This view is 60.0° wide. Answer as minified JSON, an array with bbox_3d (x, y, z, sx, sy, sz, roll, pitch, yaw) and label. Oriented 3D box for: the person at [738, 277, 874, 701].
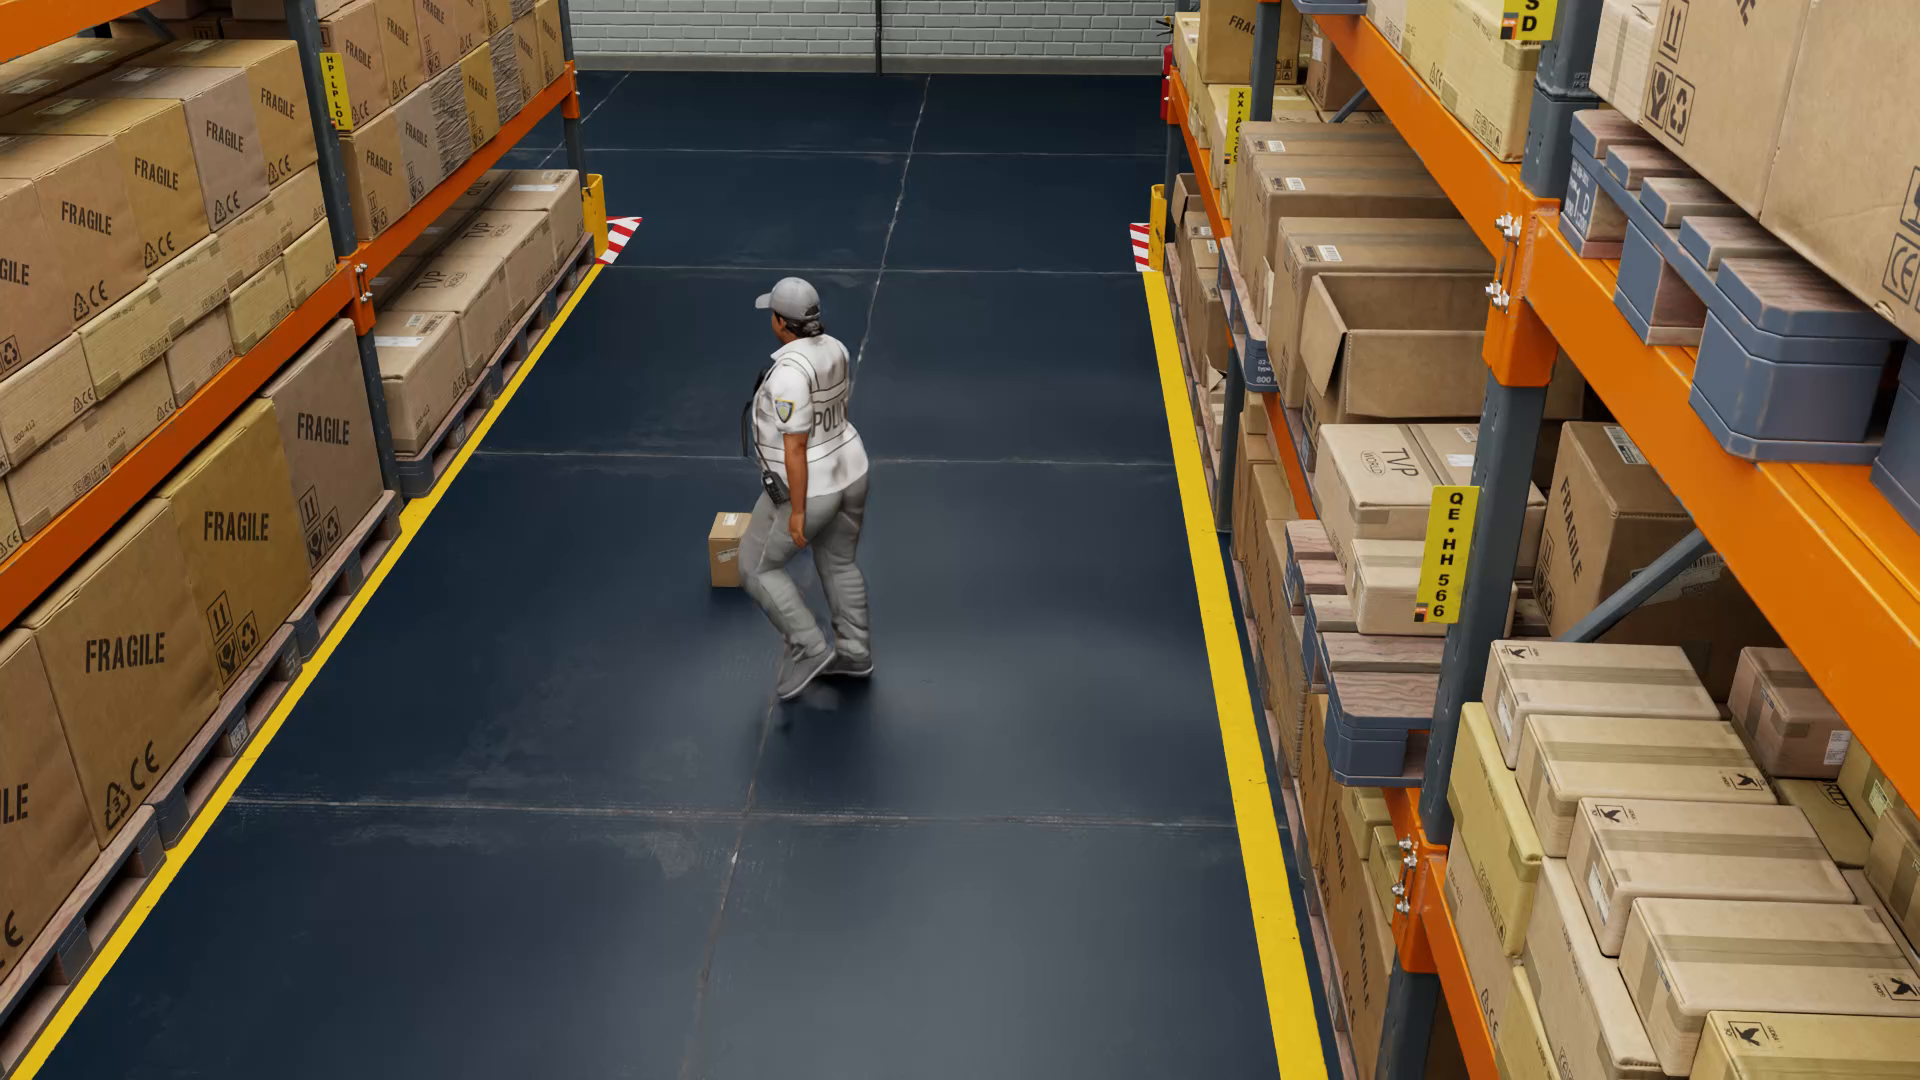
[{"bbox_3d":[-0.586,-0.193,6.452,0.469,1.669,0.542,14,31,25],"label":"person"}]
